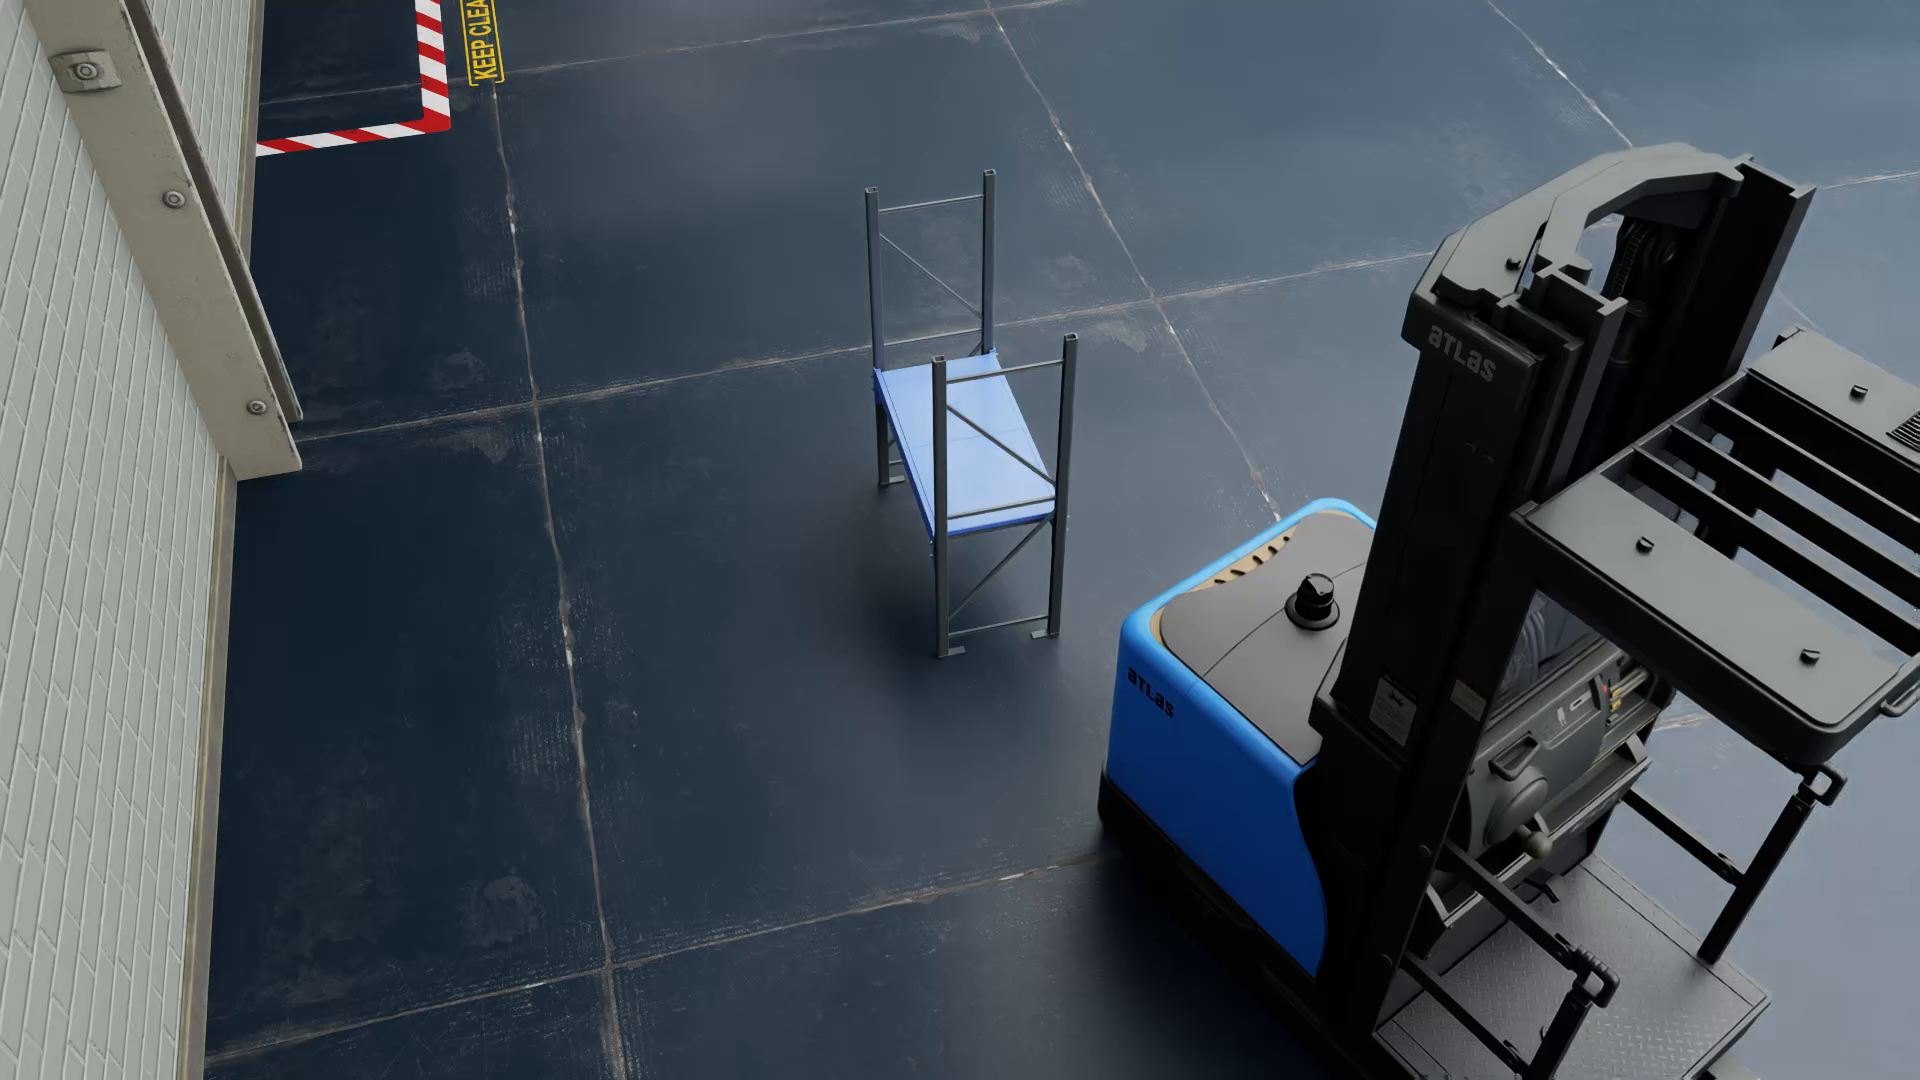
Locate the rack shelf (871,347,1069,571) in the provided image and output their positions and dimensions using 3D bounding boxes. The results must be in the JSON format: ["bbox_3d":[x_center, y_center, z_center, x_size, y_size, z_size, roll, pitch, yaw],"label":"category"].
[{"bbox_3d":[0.022,-0.340,6.536,0.538,0.185,1.000,-11,47,-10],"label":"rack shelf"}]

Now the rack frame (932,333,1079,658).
[{"bbox_3d":[0.152,-0.115,6.063,0.500,1.500,0.032,-11,47,-10],"label":"rack frame"}]

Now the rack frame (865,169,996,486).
[{"bbox_3d":[-0.108,-0.817,6.751,0.500,1.500,0.032,-11,47,-10],"label":"rack frame"}]

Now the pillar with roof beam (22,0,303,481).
[{"bbox_3d":[1.070,-4.354,4.967,9.100,9.000,0.400,-11,47,-10],"label":"pillar with roof beam"}]

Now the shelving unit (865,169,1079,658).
[{"bbox_3d":[0.022,-0.466,6.407,0.538,1.500,1.048,-11,47,-10],"label":"shelving unit"}]

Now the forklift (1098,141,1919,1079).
[{"bbox_3d":[1.793,0.599,4.361,1.130,2.935,3.031,-29,52,-25],"label":"forklift"}]
